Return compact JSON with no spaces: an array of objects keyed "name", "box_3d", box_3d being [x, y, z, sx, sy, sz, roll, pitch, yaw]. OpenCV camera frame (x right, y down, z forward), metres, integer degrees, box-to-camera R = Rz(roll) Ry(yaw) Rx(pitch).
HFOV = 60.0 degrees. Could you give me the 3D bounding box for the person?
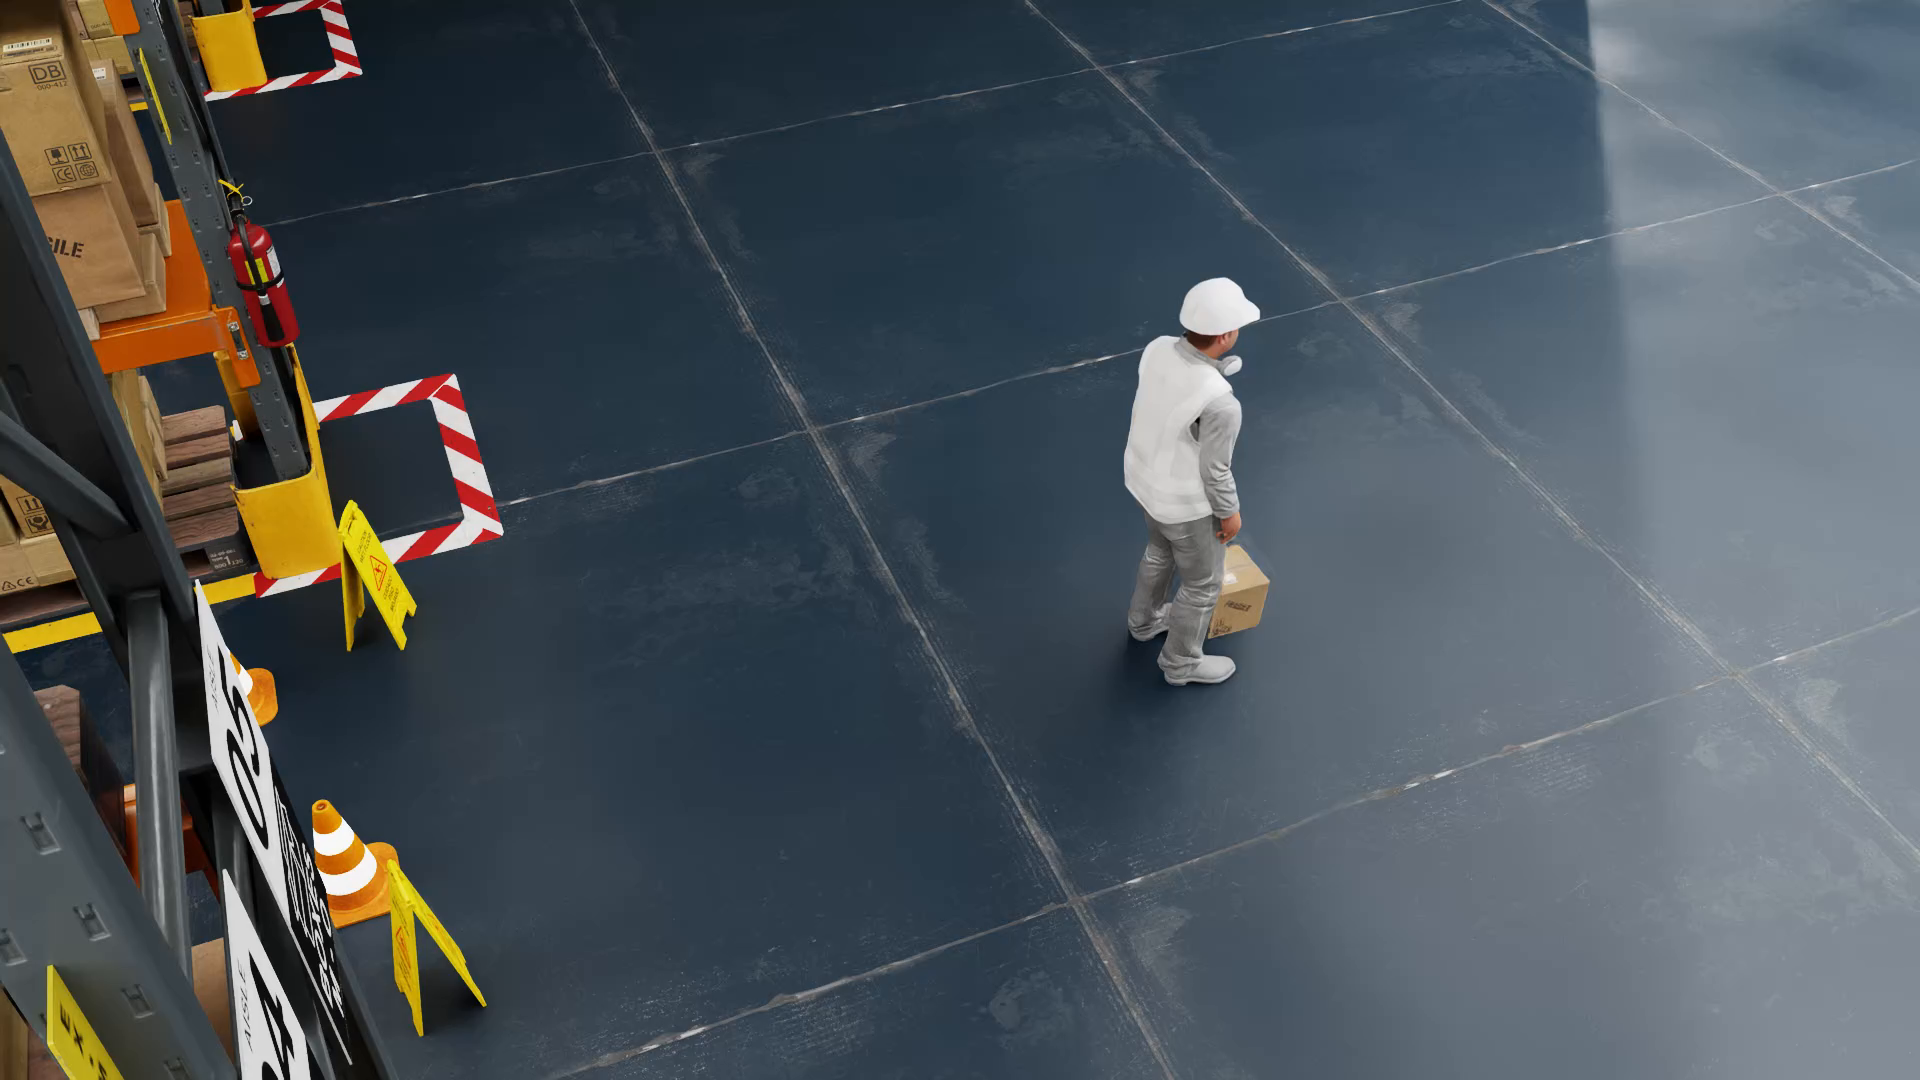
[{"name":"person","box_3d":[0.861,-0.214,6.380,0.450,1.773,0.568,-17,44,-18]}]
